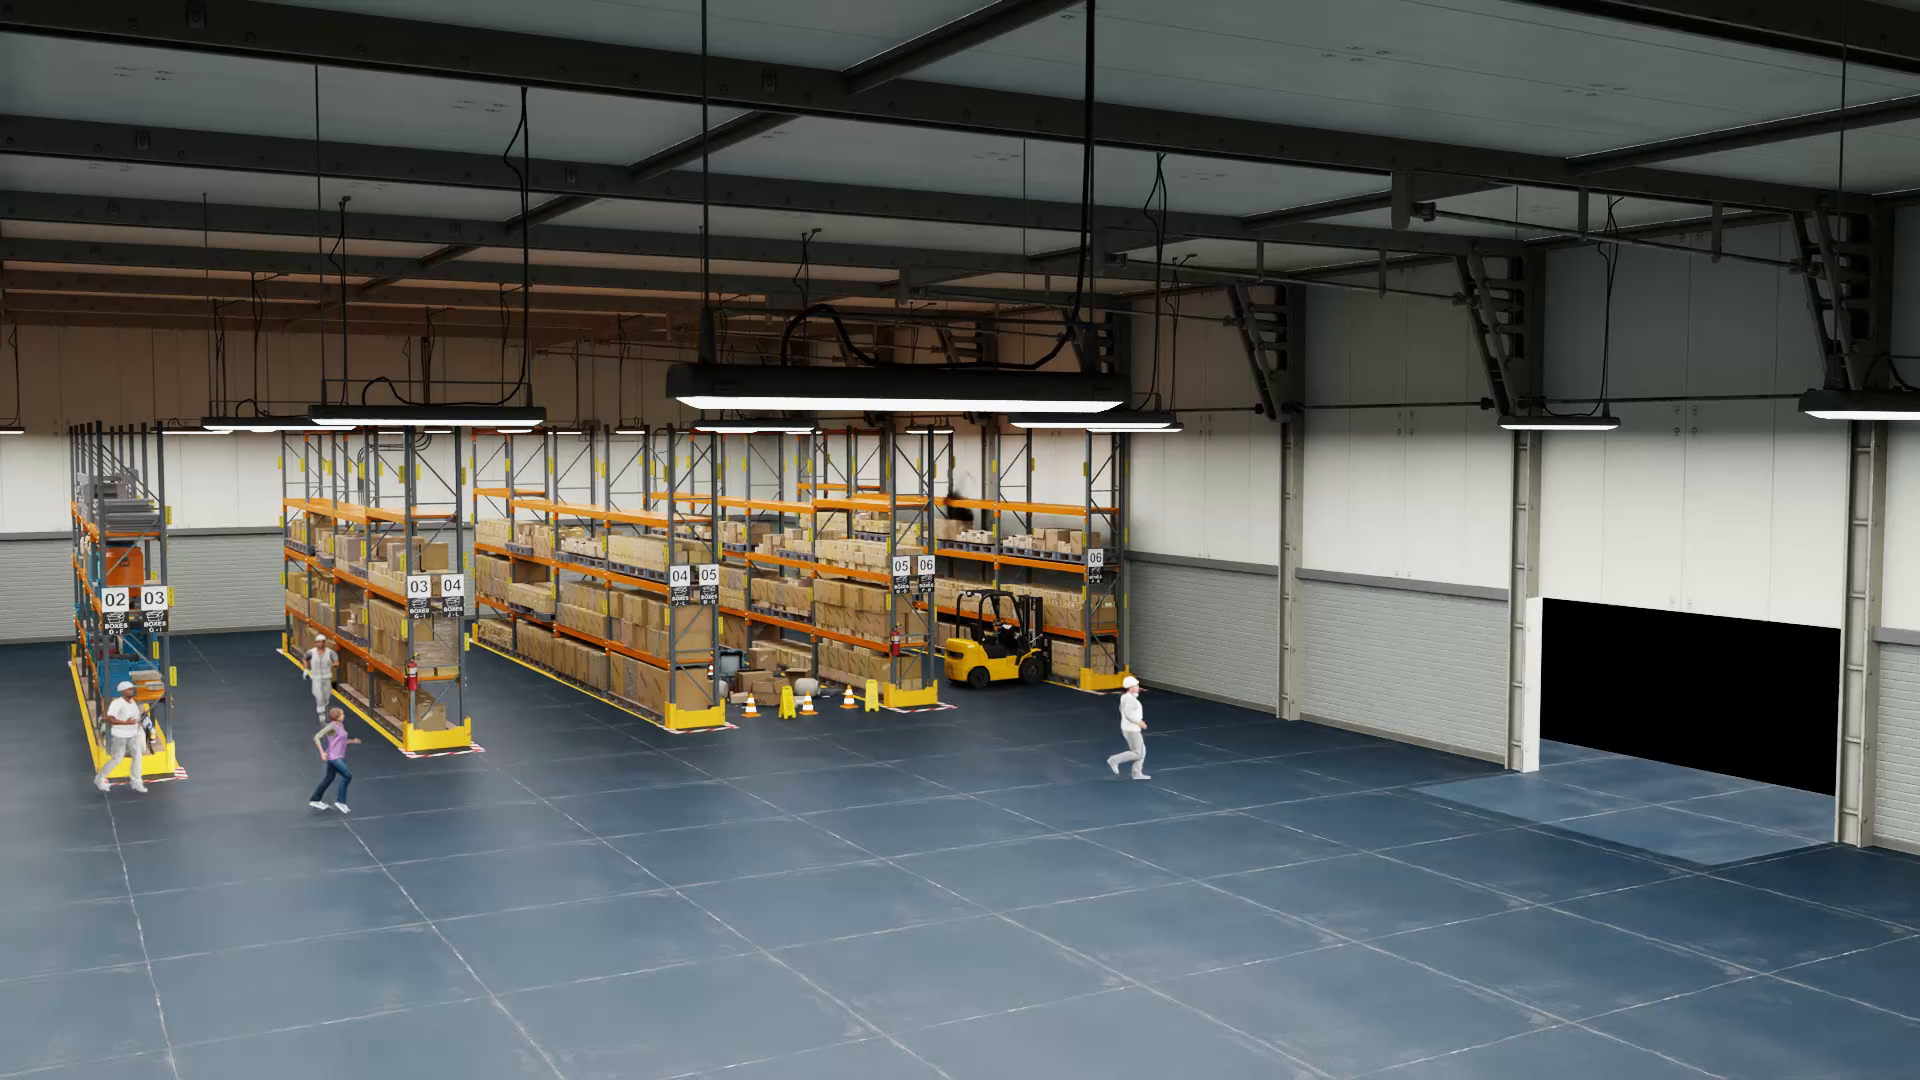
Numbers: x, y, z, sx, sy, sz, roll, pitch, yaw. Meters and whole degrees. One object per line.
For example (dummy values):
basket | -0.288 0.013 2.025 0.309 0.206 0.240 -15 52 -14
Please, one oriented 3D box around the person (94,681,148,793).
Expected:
person | -13.456 3.166 26.808 0.883 1.773 0.728 1 4 9

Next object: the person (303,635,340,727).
person | -12.645 2.756 32.942 0.663 1.777 0.971 -2 4 -28

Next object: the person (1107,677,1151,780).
person | 2.817 3.141 27.704 0.733 1.738 0.651 0 4 2

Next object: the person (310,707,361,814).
person | -9.513 3.362 25.306 0.783 1.629 0.499 0 4 -7
